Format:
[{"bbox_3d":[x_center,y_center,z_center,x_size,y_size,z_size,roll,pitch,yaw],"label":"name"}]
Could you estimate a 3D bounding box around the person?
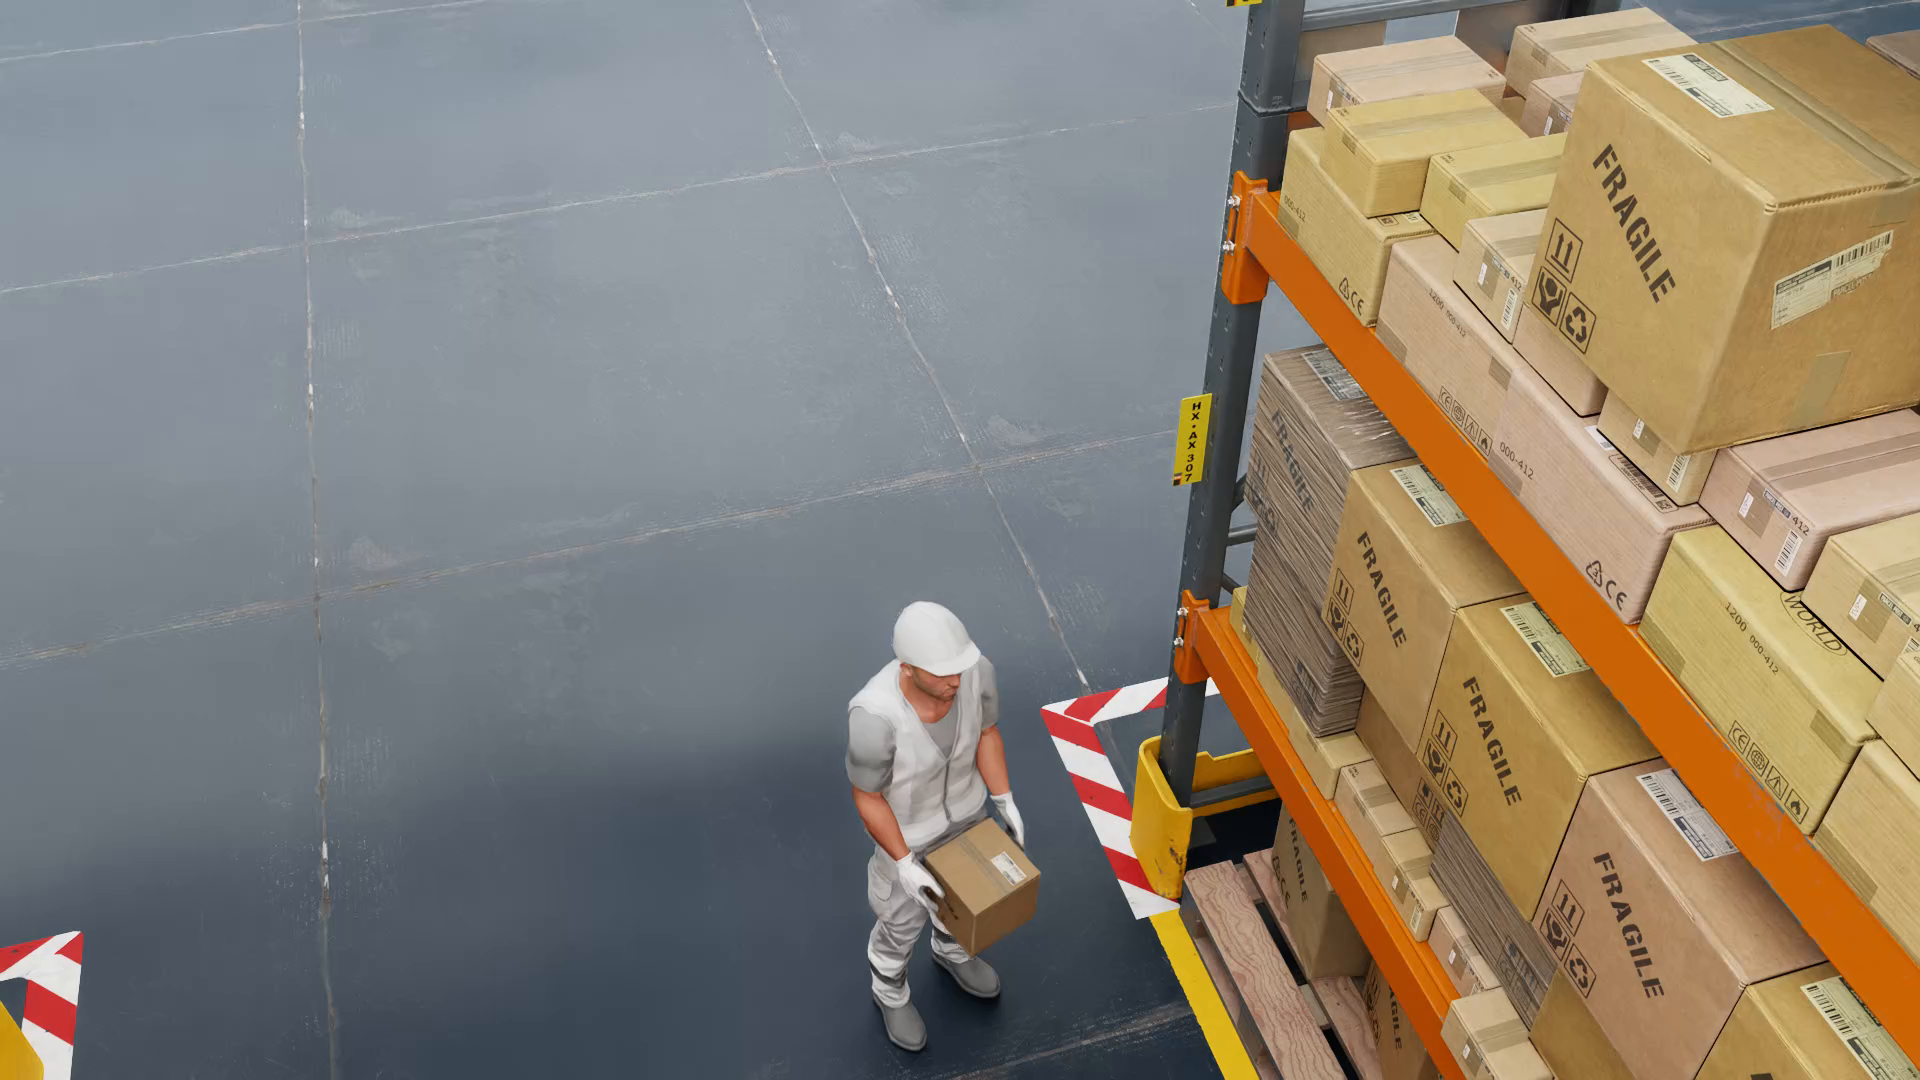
[{"bbox_3d":[-0.070,0.882,5.155,0.535,1.792,0.462,-27,48,-27],"label":"person"}]
